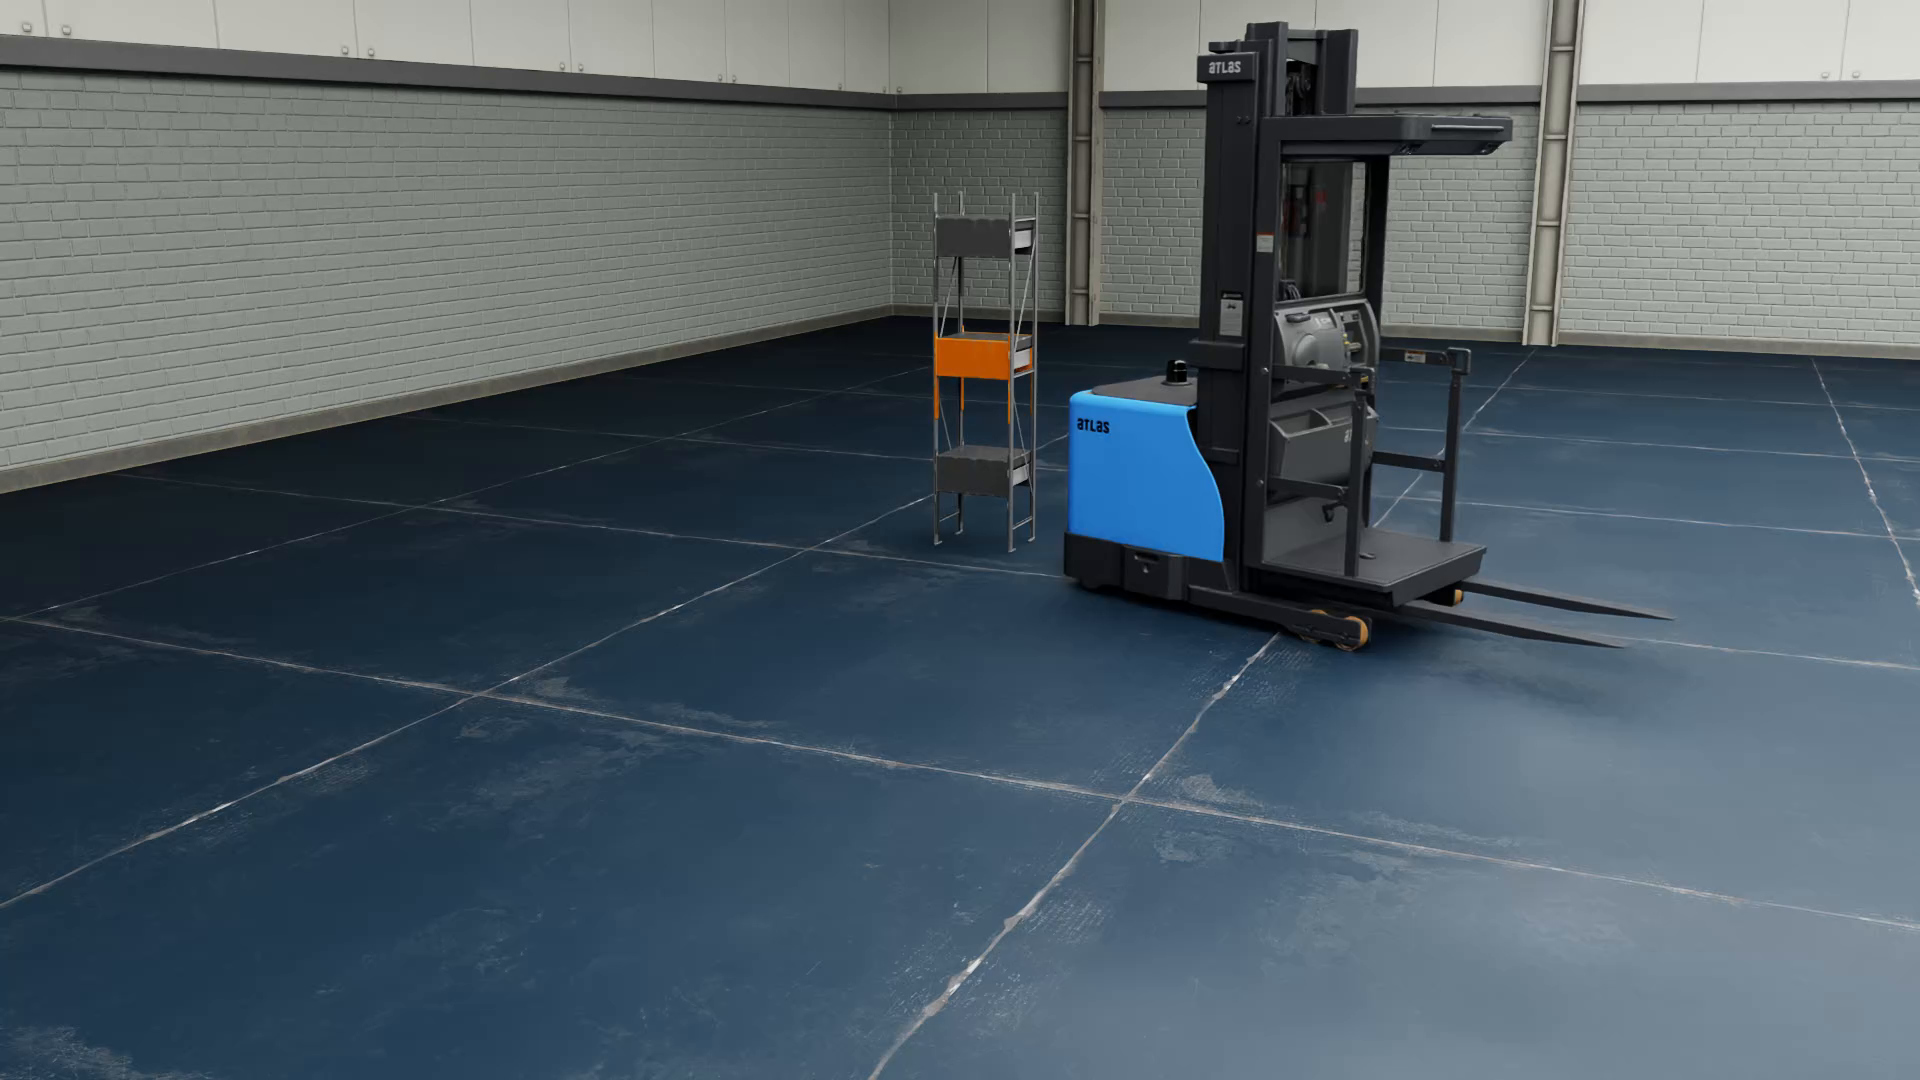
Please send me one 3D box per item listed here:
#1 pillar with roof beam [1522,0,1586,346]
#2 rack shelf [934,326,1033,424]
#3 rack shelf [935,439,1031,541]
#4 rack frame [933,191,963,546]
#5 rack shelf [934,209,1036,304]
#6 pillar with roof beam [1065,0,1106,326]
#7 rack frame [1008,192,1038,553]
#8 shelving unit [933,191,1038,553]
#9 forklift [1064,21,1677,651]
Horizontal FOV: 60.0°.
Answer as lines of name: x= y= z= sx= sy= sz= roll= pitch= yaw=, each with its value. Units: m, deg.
pillar with roof beam: x=5.427 y=-5.901 z=15.704 sx=0.400 sy=9.000 sz=9.100 roll=6 pitch=14 yaw=23
rack shelf: x=0.151 y=-0.994 z=9.953 sx=0.480 sy=0.518 sz=0.431 roll=6 pitch=14 yaw=23
rack shelf: x=0.151 y=-0.312 z=10.113 sx=0.480 sy=0.518 sz=0.431 roll=6 pitch=14 yaw=23
rack frame: x=-0.072 y=-1.029 z=10.046 sx=0.015 sy=2.100 sz=0.400 roll=6 pitch=14 yaw=23
rack shelf: x=0.151 y=-1.675 z=9.793 sx=0.480 sy=0.518 sz=0.431 roll=6 pitch=14 yaw=23
pillar with roof beam: x=-0.059 y=-6.456 z=18.070 sx=0.400 sy=9.000 sz=9.100 roll=6 pitch=14 yaw=23
rack frame: x=0.374 y=-0.984 z=9.853 sx=0.015 sy=2.100 sz=0.400 roll=6 pitch=14 yaw=23
shelving unit: x=0.151 y=-1.007 z=9.950 sx=0.503 sy=2.100 sz=0.431 roll=6 pitch=14 yaw=23
forklift: x=2.002 y=-1.028 z=8.222 sx=3.031 sy=2.935 sz=1.130 roll=12 pitch=18 yaw=41
